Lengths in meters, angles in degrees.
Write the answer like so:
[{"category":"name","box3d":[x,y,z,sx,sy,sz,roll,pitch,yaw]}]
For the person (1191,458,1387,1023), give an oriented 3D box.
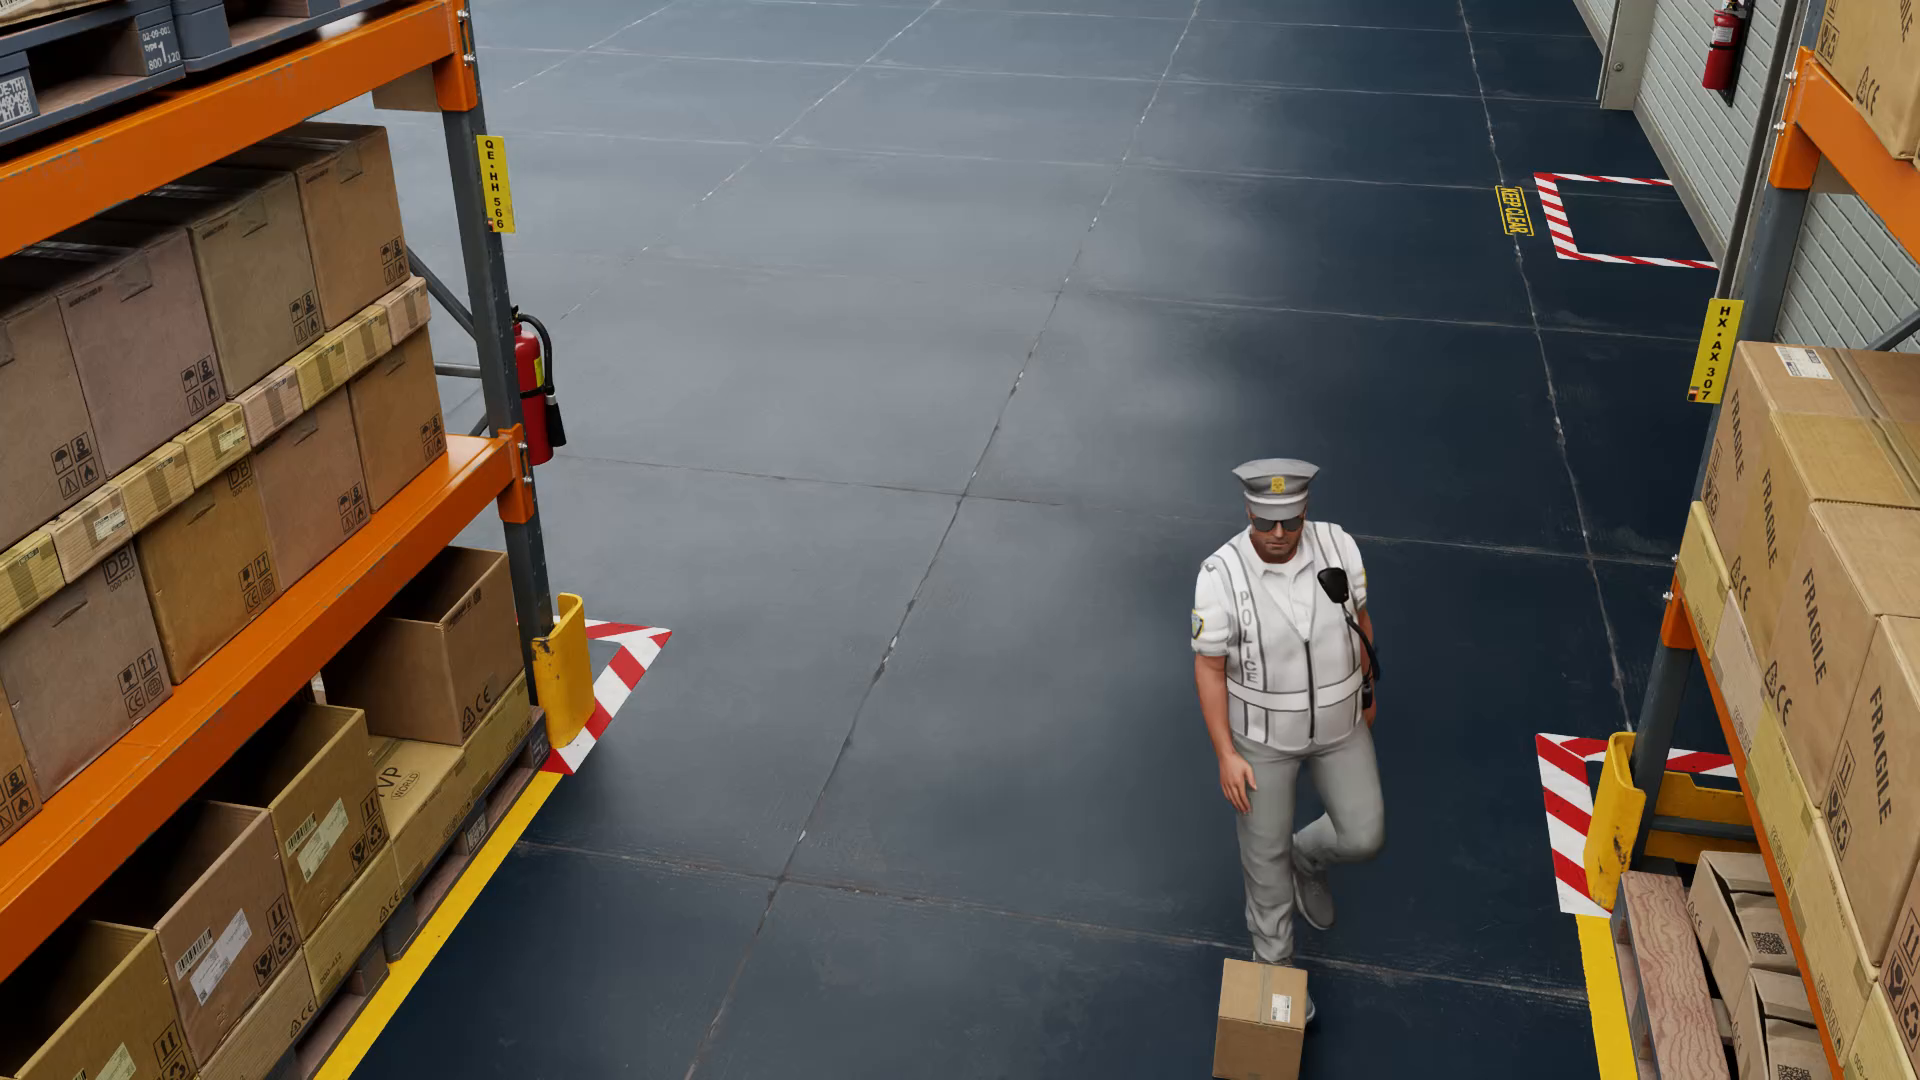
[{"category":"person","box3d":[1.010,0.594,5.006,0.627,1.758,0.621,-3,29,-6]}]
